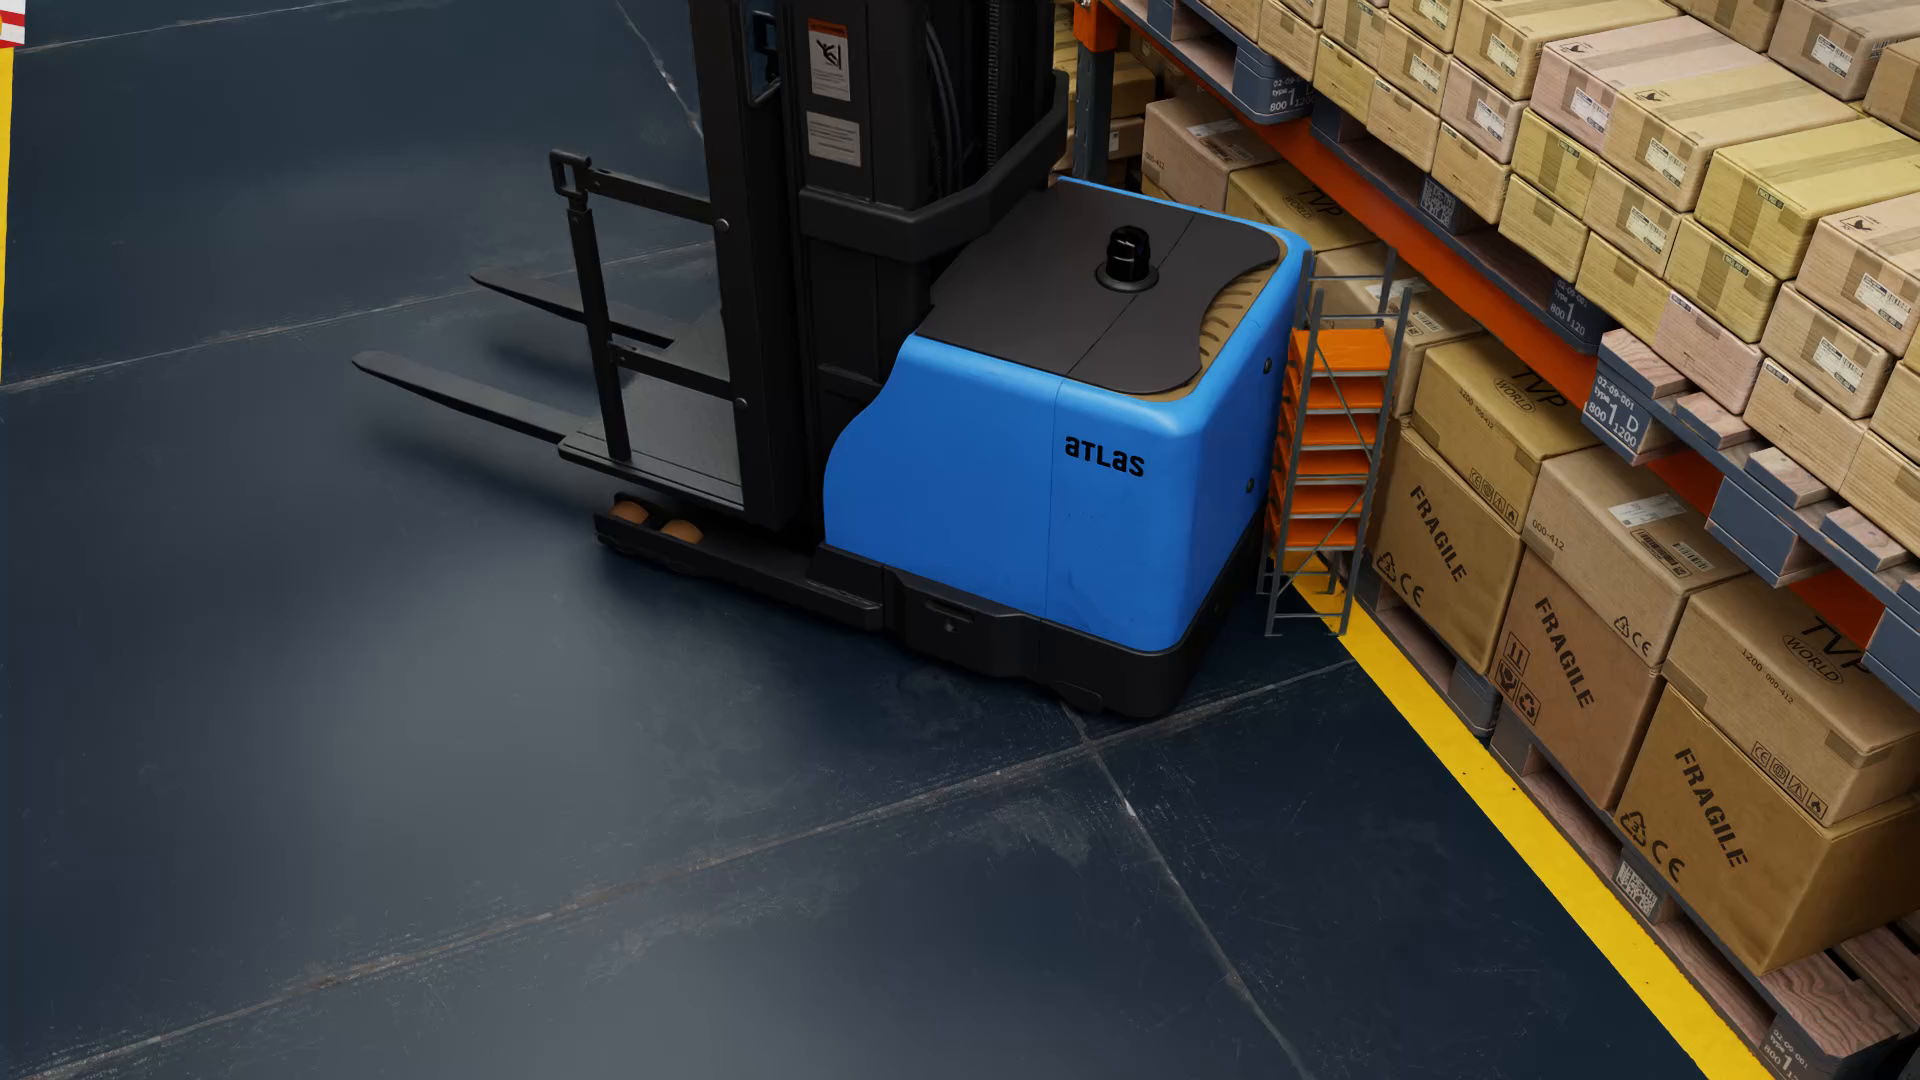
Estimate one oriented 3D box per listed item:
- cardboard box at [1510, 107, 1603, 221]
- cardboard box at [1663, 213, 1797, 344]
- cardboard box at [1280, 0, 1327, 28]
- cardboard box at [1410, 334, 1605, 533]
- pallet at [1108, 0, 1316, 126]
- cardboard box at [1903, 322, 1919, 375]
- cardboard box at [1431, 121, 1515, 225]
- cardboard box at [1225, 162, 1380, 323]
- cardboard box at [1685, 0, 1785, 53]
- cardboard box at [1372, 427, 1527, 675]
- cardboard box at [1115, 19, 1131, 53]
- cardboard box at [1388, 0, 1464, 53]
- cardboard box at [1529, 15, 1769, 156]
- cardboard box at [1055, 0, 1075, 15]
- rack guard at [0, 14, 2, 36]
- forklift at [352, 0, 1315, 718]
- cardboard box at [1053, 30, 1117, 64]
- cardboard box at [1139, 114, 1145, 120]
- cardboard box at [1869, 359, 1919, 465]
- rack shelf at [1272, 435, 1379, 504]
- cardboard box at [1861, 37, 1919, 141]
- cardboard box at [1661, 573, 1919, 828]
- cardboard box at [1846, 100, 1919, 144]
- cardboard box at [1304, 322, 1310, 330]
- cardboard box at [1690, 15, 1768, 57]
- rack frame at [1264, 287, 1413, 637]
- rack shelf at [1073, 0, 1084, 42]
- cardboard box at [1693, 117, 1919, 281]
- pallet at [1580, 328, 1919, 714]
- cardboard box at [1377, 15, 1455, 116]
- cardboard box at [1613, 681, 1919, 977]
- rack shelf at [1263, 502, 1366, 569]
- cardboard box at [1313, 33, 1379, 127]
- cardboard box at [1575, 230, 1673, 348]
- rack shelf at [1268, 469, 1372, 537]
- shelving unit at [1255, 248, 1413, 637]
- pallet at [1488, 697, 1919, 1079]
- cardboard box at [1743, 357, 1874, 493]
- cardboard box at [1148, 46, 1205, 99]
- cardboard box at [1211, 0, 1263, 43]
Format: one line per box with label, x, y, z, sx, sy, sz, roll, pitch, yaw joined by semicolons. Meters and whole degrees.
cardboard box;1.425;-0.843;3.572;0.380;0.149;0.250;-15;43;-17
cardboard box;1.614;-0.542;3.222;0.380;0.149;0.250;-14;43;-16
cardboard box;1.031;-1.467;4.298;0.380;0.149;0.250;-13;42;-15
cardboard box;1.543;-0.317;4.337;0.500;0.250;0.500;-14;43;-16
pallet;1.058;-1.703;5.077;1.003;0.211;1.213;-15;43;-17
cardboard box;1.819;-0.333;2.751;0.380;0.149;0.250;-17;43;-19
cardboard box;1.331;-0.883;3.847;0.380;0.149;0.250;-14;43;-16
cardboard box;1.144;-0.937;5.059;0.500;0.250;0.500;-14;43;-16
cardboard box;1.928;-1.270;3.841;0.380;0.149;0.250;-14;43;-16
cardboard box;1.524;-0.033;4.583;0.500;0.500;0.500;-17;44;-19
cardboard box;0.766;-2.156;6.865;0.380;0.149;0.250;-16;43;-17
cardboard box;1.227;-1.269;3.840;0.380;0.149;0.250;-14;43;-16
cardboard box;1.432;-0.949;3.468;0.380;0.149;0.250;-15;43;-17
cardboard box;0.259;-2.193;6.908;0.380;0.149;0.250;-14;43;-15
rack guard;-5.261;-2.572;7.857;1.175;0.500;0.348;-15;43;-17
forklift;-0.557;-1.296;4.509;3.031;2.935;1.130;18;44;20
cardboard box;0.389;-1.869;6.532;0.380;0.149;0.250;-15;43;-16
cardboard box;0.955;-1.810;6.919;0.380;0.149;0.250;-14;43;-16
cardboard box;1.820;-0.223;2.852;0.380;0.149;0.250;-14;43;-16
rack shelf;1.013;-0.198;4.625;0.258;0.103;0.180;-1;41;0
cardboard box;2.136;-0.949;3.467;0.380;0.149;0.250;-17;43;-19
cardboard box;1.926;0.295;3.626;0.500;0.250;0.500;-16;43;-18
cardboard box;2.123;-0.855;3.586;0.380;0.149;0.250;-15;43;-17
cardboard box;1.141;-0.654;5.305;0.500;0.500;0.500;-13;42;-15
cardboard box;1.937;-1.156;3.936;0.380;0.149;0.250;-15;43;-17
rack frame;1.013;-0.172;4.527;0.240;1.200;0.006;-1;41;0
rack shelf;0.134;-3.204;7.227;1.077;0.370;4.000;-15;43;-17
cardboard box;1.625;-0.643;3.111;0.380;0.149;0.250;-14;43;-16
pallet;2.059;-0.193;3.320;1.213;0.211;1.003;-15;43;-17
cardboard box;1.226;-1.155;3.935;0.380;0.149;0.250;-16;43;-18
cardboard box;1.937;0.595;3.853;0.500;0.500;0.500;-15;43;-17
rack shelf;1.015;-0.016;4.782;0.258;0.103;0.180;-1;41;0
cardboard box;1.130;-1.199;4.214;0.380;0.149;0.250;-16;43;-18
cardboard box;1.533;-0.565;3.477;0.380;0.149;0.250;-16;43;-17
rack shelf;1.014;-0.107;4.703;0.258;0.103;0.180;-1;41;0
shelving unit;1.012;-0.231;4.596;0.258;1.200;0.189;-1;41;0
pallet;2.132;0.724;4.247;1.003;0.211;1.213;-15;43;-17
cardboard box;1.723;-0.259;3.121;0.380;0.149;0.250;-15;43;-17
cardboard box;0.959;-1.835;6.492;0.380;0.149;0.250;-13;42;-15
cardboard box;0.924;-1.515;4.582;0.380;0.149;0.250;-15;43;-16
